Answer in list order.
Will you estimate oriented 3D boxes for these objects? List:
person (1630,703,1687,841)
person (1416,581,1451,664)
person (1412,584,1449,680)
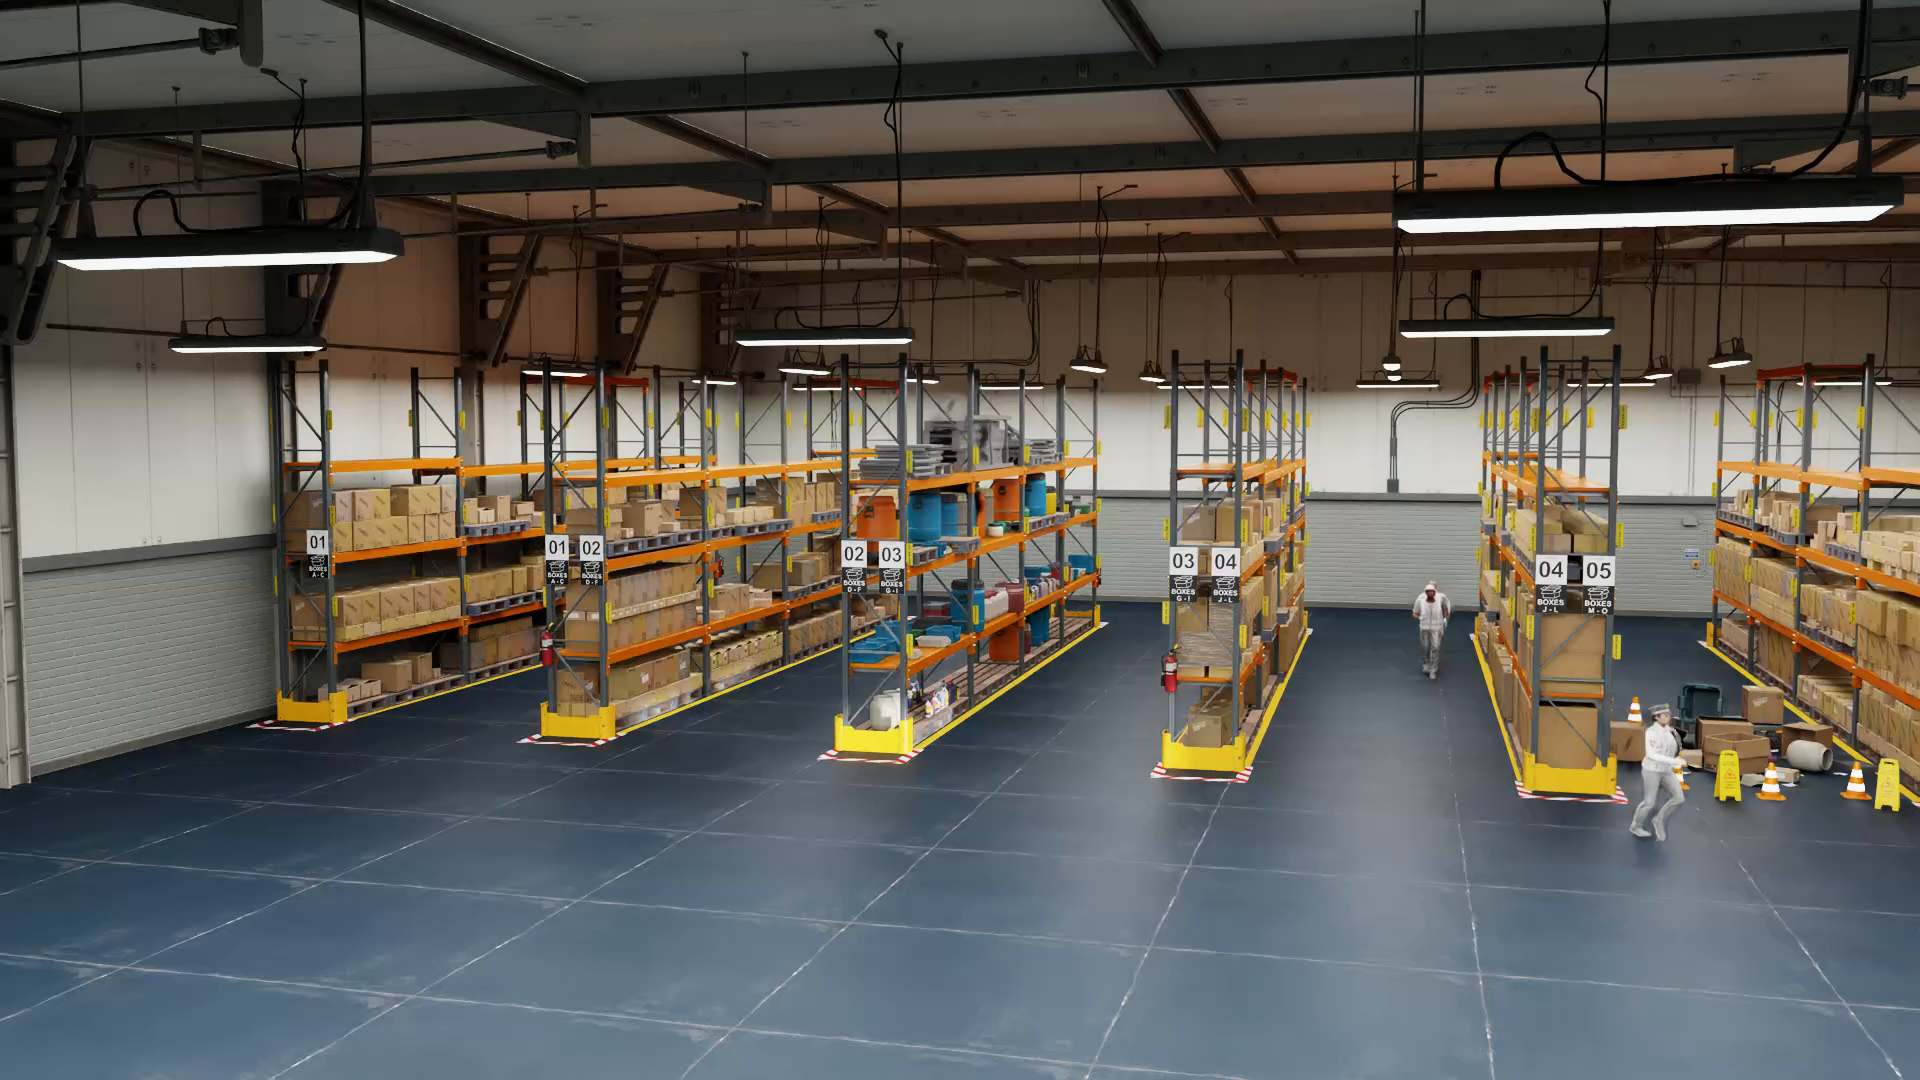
[{"bbox_3d":[8.303,2.745,19.699,0.578,1.671,0.739,-2,5,-30],"label":"person"},{"bbox_3d":[9.561,1.698,33.642,0.724,1.742,1.079,1,4,13],"label":"person"},{"bbox_3d":[9.174,1.779,32.473,0.683,1.835,0.856,1,4,17],"label":"person"}]
